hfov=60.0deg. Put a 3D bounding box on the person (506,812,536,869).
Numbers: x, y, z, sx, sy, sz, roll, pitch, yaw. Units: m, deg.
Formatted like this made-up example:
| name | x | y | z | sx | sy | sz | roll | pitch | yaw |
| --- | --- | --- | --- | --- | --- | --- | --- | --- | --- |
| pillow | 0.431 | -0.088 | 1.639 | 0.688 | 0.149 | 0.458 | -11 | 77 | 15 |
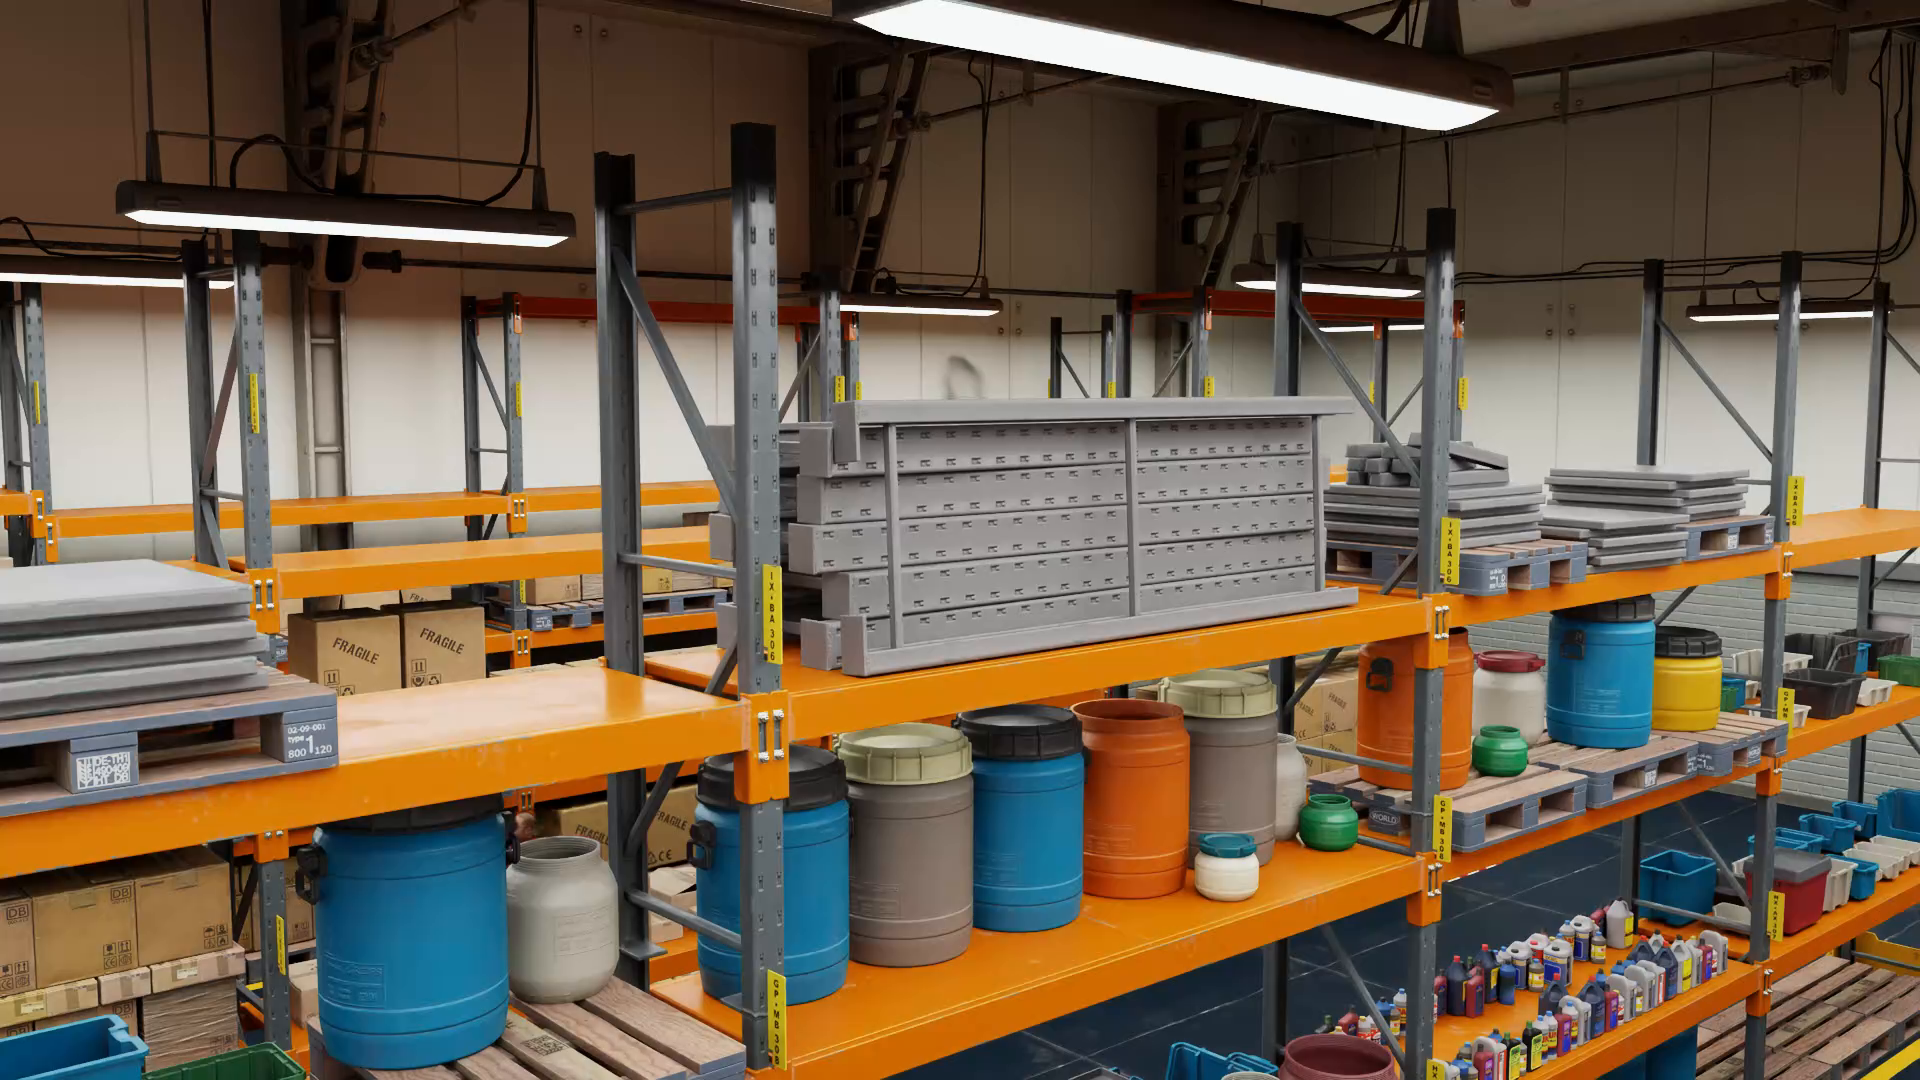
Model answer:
| name | x | y | z | sx | sy | sz | roll | pitch | yaw |
| --- | --- | --- | --- | --- | --- | --- | --- | --- | --- |
| person | -3.529 | 3.053 | 13.548 | 0.574 | 1.686 | 0.698 | -5 | 8 | -44 |
